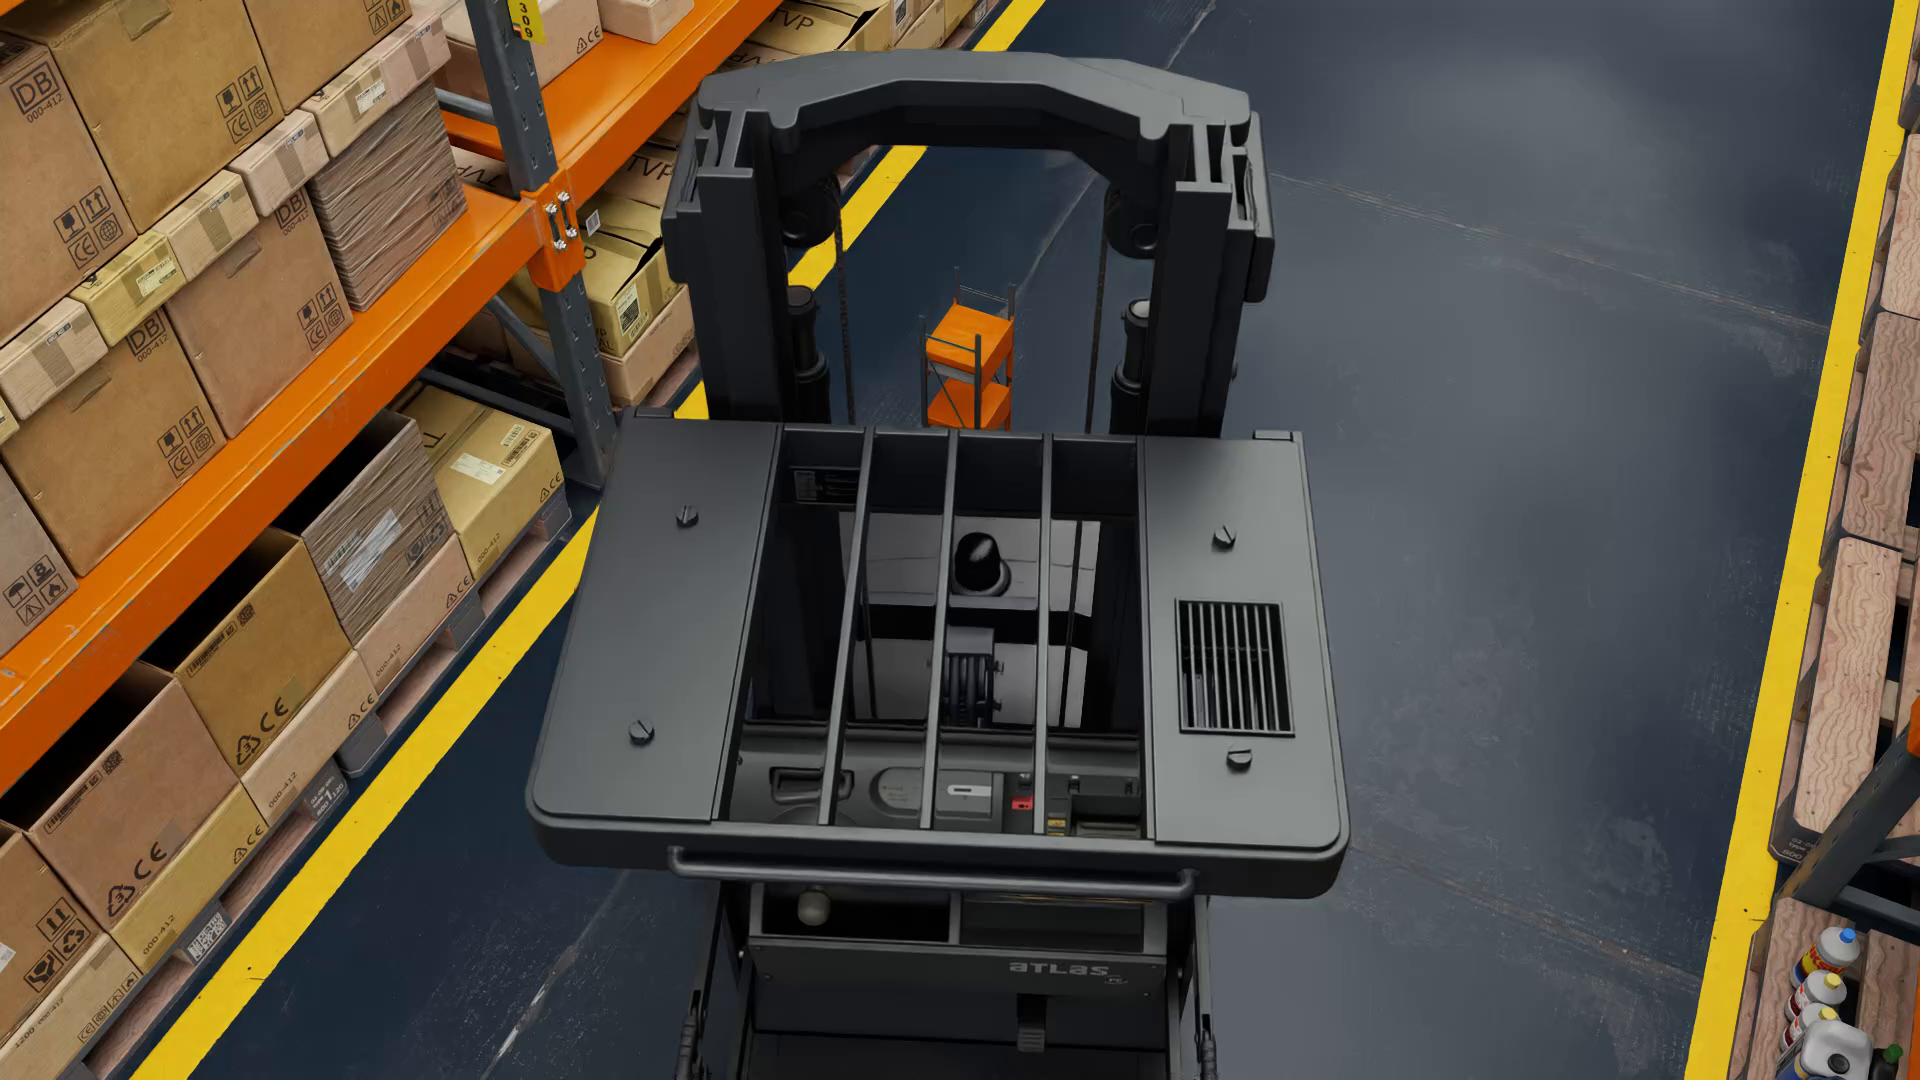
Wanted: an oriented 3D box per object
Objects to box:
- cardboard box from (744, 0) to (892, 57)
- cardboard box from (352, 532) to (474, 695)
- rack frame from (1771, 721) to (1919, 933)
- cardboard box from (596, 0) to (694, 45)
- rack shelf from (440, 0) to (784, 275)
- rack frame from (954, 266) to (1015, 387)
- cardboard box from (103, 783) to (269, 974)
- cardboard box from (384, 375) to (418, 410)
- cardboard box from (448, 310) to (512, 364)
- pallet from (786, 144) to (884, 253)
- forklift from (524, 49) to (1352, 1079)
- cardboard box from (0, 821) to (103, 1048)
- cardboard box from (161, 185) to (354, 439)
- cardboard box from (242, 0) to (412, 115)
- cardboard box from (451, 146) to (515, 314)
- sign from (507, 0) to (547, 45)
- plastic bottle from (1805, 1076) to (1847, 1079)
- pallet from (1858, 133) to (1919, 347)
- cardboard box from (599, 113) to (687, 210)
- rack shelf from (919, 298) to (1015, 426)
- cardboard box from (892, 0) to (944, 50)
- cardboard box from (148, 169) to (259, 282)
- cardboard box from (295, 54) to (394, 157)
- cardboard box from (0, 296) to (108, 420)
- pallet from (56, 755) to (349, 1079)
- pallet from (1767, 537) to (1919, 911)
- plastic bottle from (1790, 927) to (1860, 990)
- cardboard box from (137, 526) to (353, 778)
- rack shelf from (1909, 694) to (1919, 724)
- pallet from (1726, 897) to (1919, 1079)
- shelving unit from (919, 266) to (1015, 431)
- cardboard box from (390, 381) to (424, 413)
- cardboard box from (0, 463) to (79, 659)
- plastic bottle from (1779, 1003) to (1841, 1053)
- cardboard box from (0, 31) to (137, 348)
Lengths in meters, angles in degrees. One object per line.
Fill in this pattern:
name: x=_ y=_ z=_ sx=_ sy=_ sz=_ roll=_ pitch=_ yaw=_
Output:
cardboard box: x=-0.614 y=-2.029 z=6.668 sx=0.500 sy=0.311 sz=0.500 roll=21 pitch=53 yaw=17
cardboard box: x=-1.894 y=0.147 z=5.185 sx=0.500 sy=0.250 sz=0.500 roll=20 pitch=52 yaw=16
rack frame: x=2.806 y=0.275 z=3.547 sx=1.000 sy=3.000 sz=0.127 roll=20 pitch=52 yaw=16
cardboard box: x=-1.108 y=-1.802 z=5.478 sx=0.380 sy=0.149 sz=0.250 roll=20 pitch=52 yaw=16
rack shelf: x=-0.817 y=-2.484 z=6.366 sx=1.077 sy=0.370 sz=4.000 roll=20 pitch=52 yaw=16
rack frame: x=0.075 y=-0.461 z=5.453 sx=0.200 sy=1.050 sz=0.008 roll=20 pitch=52 yaw=16
cardboard box: x=-2.307 y=0.841 z=4.595 sx=0.500 sy=0.250 sz=0.500 roll=20 pitch=52 yaw=16
cardboard box: x=-2.152 y=-0.610 z=5.337 sx=0.500 sy=0.500 sz=0.500 roll=20 pitch=52 yaw=16
cardboard box: x=-1.756 y=-0.964 z=6.131 sx=0.500 sy=0.250 sz=0.500 roll=19 pitch=52 yaw=16
pallet: x=-0.872 y=-1.799 z=7.142 sx=1.003 sy=0.211 sz=1.213 roll=20 pitch=52 yaw=16
forklift: x=-0.013 y=0.705 z=3.226 sx=1.130 sy=2.935 sz=3.031 roll=2 pitch=50 yaw=2
cardboard box: x=-2.536 y=0.937 z=4.021 sx=0.500 sy=0.500 sz=0.500 roll=20 pitch=52 yaw=16
cardboard box: x=-2.074 y=-0.699 z=4.310 sx=0.700 sy=0.500 sz=0.500 roll=19 pitch=52 yaw=16
cardboard box: x=-1.855 y=-1.485 z=4.126 sx=0.700 sy=0.500 sz=0.500 roll=20 pitch=52 yaw=16
cardboard box: x=-1.757 y=-1.138 z=5.911 sx=0.500 sy=0.311 sz=0.500 roll=20 pitch=52 yaw=16
sign: x=-1.169 y=-1.466 z=4.408 sx=0.100 sy=0.325 sz=0.005 roll=20 pitch=52 yaw=16
plastic bottle: x=2.086 y=1.411 z=4.030 sx=0.144 sy=0.351 sz=0.185 roll=21 pitch=53 yaw=17
pallet: x=4.149 y=-1.055 z=6.509 sx=1.003 sy=0.211 sz=1.213 roll=20 pitch=52 yaw=16
cardboard box: x=-1.051 y=-1.313 z=6.059 sx=0.500 sy=0.311 sz=0.500 roll=19 pitch=52 yaw=16
rack shelf: x=0.023 y=-0.554 z=5.173 sx=0.215 sy=0.259 sz=0.240 roll=20 pitch=52 yaw=16
cardboard box: x=-0.401 y=-2.196 z=7.179 sx=0.500 sy=0.250 sz=0.500 roll=21 pitch=53 yaw=17
cardboard box: x=-1.922 y=-0.793 z=3.964 sx=0.380 sy=0.149 sz=0.250 roll=20 pitch=52 yaw=16
cardboard box: x=-1.701 y=-1.156 z=4.272 sx=0.380 sy=0.149 sz=0.250 roll=19 pitch=52 yaw=15
cardboard box: x=-2.137 y=-0.451 z=3.673 sx=0.380 sy=0.149 sz=0.250 roll=21 pitch=53 yaw=17
pallet: x=-2.569 y=0.941 z=4.810 sx=1.003 sy=0.211 sz=1.213 roll=20 pitch=52 yaw=16
pallet: x=3.106 y=0.625 z=5.080 sx=1.003 sy=0.211 sz=1.213 roll=20 pitch=52 yaw=16
plastic bottle: x=2.273 y=1.093 z=4.353 sx=0.097 sy=0.271 sz=0.097 roll=0 pitch=50 yaw=0
cardboard box: x=-2.106 y=0.249 z=4.606 sx=0.500 sy=0.500 sz=0.500 roll=20 pitch=52 yaw=16
rack shelf: x=3.660 y=-0.869 z=4.992 sx=1.077 sy=0.370 sz=4.000 roll=20 pitch=52 yaw=16
pallet: x=2.481 y=1.627 z=4.227 sx=1.003 sy=0.211 sz=1.213 roll=20 pitch=52 yaw=16
shelving unit: x=0.023 y=-0.377 z=5.382 sx=0.215 sy=1.050 sz=0.252 roll=20 pitch=52 yaw=16
cardboard box: x=-2.143 y=-0.364 z=5.620 sx=0.500 sy=0.250 sz=0.500 roll=20 pitch=52 yaw=16
cardboard box: x=-2.510 y=-0.002 z=3.716 sx=0.700 sy=0.500 sz=0.500 roll=21 pitch=53 yaw=17
plastic bottle: x=2.187 y=1.256 z=4.260 sx=0.097 sy=0.201 sz=0.097 roll=0 pitch=50 yaw=0
cardboard box: x=-2.284 y=-0.792 z=3.537 sx=0.700 sy=0.500 sz=0.500 roll=20 pitch=52 yaw=16
